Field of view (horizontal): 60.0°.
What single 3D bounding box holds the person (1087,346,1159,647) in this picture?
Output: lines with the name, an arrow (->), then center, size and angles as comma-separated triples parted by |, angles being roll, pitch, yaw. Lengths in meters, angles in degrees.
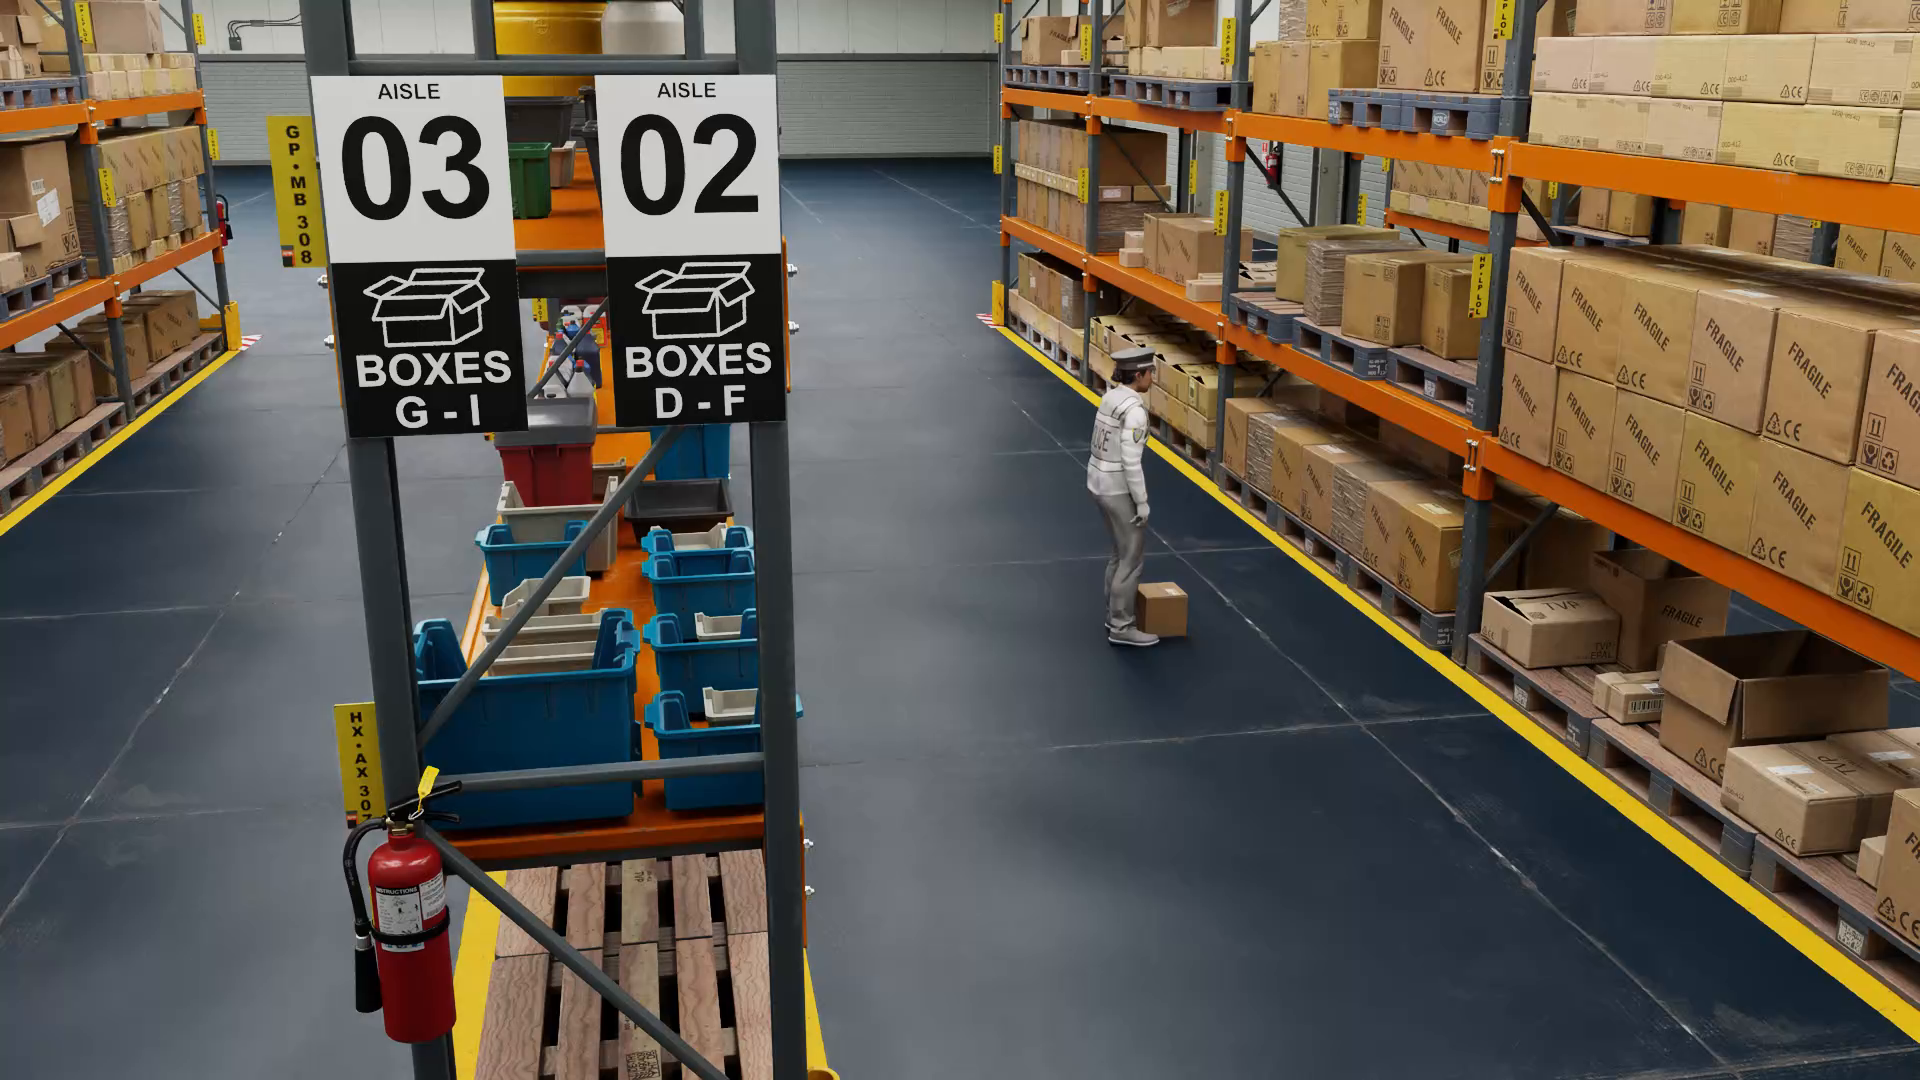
person -> 0.939, -0.260, 9.406 | 0.413, 1.665, 0.546 | -4, 17, -14
